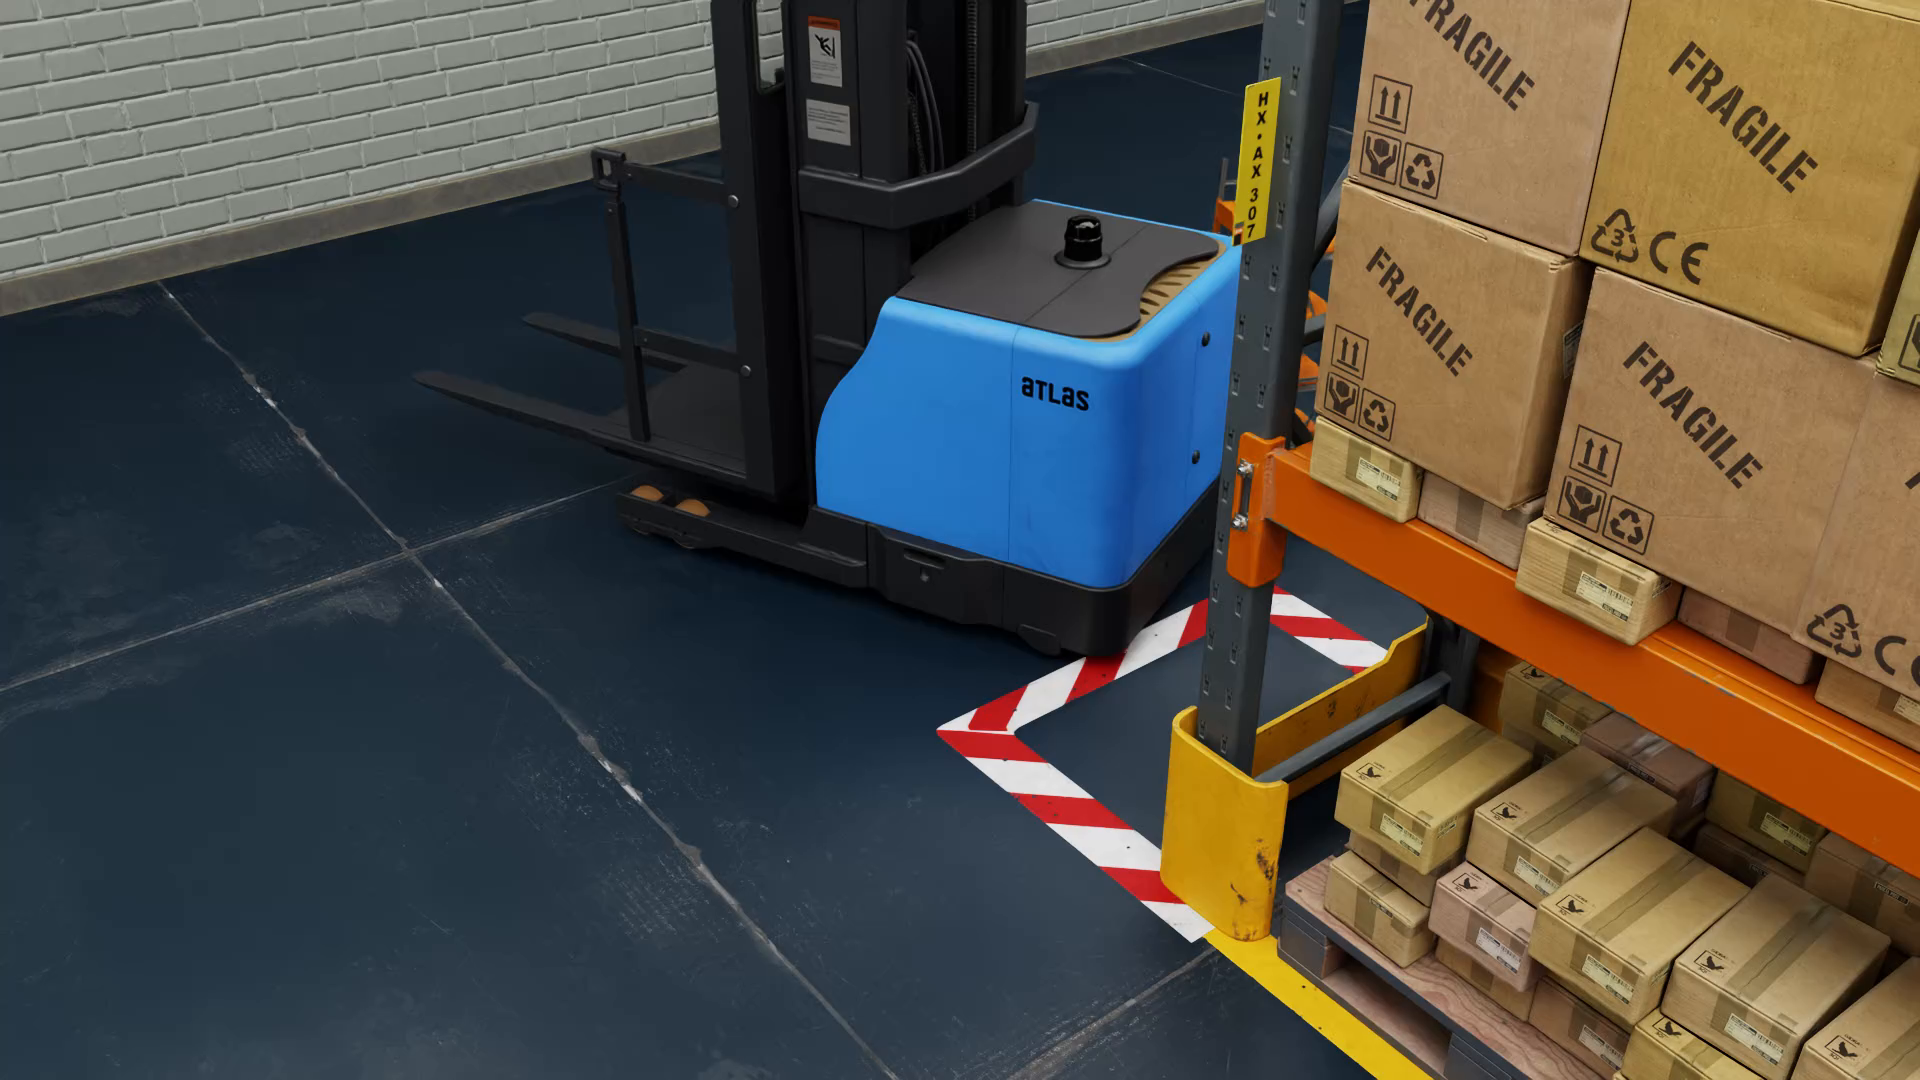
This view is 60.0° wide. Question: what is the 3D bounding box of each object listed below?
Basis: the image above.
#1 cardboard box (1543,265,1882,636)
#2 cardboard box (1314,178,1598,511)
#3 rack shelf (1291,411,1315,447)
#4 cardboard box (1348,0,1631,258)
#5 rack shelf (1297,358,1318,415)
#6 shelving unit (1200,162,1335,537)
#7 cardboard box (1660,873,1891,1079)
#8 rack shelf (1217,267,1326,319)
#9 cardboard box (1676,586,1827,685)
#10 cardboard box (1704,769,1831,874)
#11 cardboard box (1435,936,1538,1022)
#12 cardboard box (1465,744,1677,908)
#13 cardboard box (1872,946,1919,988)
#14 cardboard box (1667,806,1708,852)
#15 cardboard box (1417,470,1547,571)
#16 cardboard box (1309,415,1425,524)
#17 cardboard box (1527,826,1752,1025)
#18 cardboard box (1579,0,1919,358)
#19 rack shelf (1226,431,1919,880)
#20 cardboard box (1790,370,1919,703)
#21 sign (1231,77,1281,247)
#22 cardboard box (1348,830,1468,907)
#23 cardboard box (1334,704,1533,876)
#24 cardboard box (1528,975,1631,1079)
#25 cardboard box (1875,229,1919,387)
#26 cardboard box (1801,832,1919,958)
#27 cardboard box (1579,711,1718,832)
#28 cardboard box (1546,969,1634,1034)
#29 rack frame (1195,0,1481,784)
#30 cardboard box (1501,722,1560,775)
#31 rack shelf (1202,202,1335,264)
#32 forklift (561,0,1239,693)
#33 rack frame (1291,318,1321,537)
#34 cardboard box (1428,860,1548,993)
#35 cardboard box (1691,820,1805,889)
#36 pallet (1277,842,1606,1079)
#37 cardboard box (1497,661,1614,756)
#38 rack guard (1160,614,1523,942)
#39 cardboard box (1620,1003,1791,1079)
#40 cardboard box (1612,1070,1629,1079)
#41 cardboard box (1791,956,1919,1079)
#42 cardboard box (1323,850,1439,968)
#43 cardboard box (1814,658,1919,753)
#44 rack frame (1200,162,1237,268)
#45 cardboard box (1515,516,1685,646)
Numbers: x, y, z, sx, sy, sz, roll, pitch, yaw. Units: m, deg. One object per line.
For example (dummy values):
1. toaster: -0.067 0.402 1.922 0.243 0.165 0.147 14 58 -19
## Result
1. cardboard box: 1.421 -0.229 2.899 0.500 0.500 0.500 -22 38 -31
2. cardboard box: 1.072 -0.444 3.245 0.500 0.500 0.500 -20 37 -29
3. rack shelf: 1.014 -0.406 5.770 0.258 0.148 0.480 -11 33 -17
4. cardboard box: 1.081 -0.872 2.987 0.500 0.500 0.500 -23 38 -32
5. rack shelf: 1.014 -0.574 5.665 0.258 0.148 0.480 -11 33 -17
6. shelving unit: 1.014 -0.631 5.629 0.258 1.200 0.503 -11 33 -17
7. cardboard box: 1.603 0.855 3.270 0.380 0.149 0.250 -24 39 -34
8. rack shelf: 1.014 -0.764 5.547 0.258 0.148 0.480 -11 33 -17
9. cardboard box: 1.534 0.082 3.013 0.380 0.149 0.250 -20 37 -29
10. cardboard box: 1.908 0.557 3.750 0.380 0.149 0.250 -23 39 -32
11. cardboard box: 1.309 0.885 3.785 0.380 0.149 0.250 -22 38 -32
12. cardboard box: 1.332 0.632 3.629 0.380 0.149 0.250 -22 38 -31
13. cardboard box: 1.968 0.843 3.571 0.380 0.149 0.250 -23 38 -32
14. cardboard box: 1.682 0.609 3.949 0.380 0.149 0.250 -23 39 -32
15. cardboard box: 1.144 -0.111 3.324 0.380 0.149 0.250 -21 37 -30
16. cardboard box: 0.955 -0.204 3.473 0.380 0.149 0.250 -23 38 -32
17. cardboard box: 1.386 0.779 3.393 0.380 0.149 0.250 -22 38 -32
18. cardboard box: 1.395 -0.664 2.652 0.500 0.500 0.500 -21 38 -30
19. rack shelf: 2.242 0.587 2.643 1.077 0.370 4.000 -22 38 -31
20. cardboard box: 1.711 -0.021 2.564 0.500 0.500 0.500 -22 38 -31
21. sign: 0.587 -0.744 3.284 0.100 0.325 0.005 -22 38 -31
22. cardboard box: 1.134 0.656 3.873 0.380 0.149 0.250 -21 37 -29
23. cardboard box: 1.068 0.556 3.751 0.380 0.149 0.250 -24 39 -33
24. cardboard box: 1.467 0.987 3.622 0.380 0.149 0.250 -22 38 -31
25. cardboard box: 1.697 -0.440 2.291 0.500 0.500 0.500 -23 39 -32
26. cardboard box: 2.017 0.685 3.544 0.380 0.149 0.250 -24 39 -33
27. cardboard box: 1.649 0.490 3.858 0.380 0.149 0.250 -21 38 -30
28. cardboard box: 1.477 0.862 3.542 0.380 0.149 0.250 -22 38 -31
29. rack frame: 1.015 -0.552 3.795 1.000 3.000 0.127 -22 38 -31
30. cardboard box: 1.564 0.482 4.153 0.380 0.149 0.250 -23 39 -33
31. rack shelf: 1.014 -0.965 5.422 0.258 0.148 0.480 -11 33 -17
32. forklift: -0.408 -1.499 5.385 1.130 2.935 3.031 -24 39 -33
33. rack frame: 1.097 -0.510 5.434 0.240 1.200 0.015 -11 33 -17
34. cardboard box: 1.257 0.788 3.660 0.380 0.149 0.250 -22 38 -32
35. cardboard box: 1.884 0.698 3.805 0.380 0.149 0.250 -24 39 -33
36. pallet: 1.532 1.015 3.916 1.003 0.211 1.213 -22 38 -31
37. cardboard box: 1.540 0.367 4.056 0.380 0.149 0.250 -22 38 -31
38. rack guard: 1.062 0.542 4.404 1.175 0.500 0.348 -22 38 -31
39. cardboard box: 1.549 1.004 3.313 0.380 0.149 0.250 -21 38 -30
40. cardboard box: 1.537 1.129 3.394 0.380 0.149 0.250 -22 38 -31
41. cardboard box: 1.766 0.974 3.079 0.380 0.149 0.250 -21 37 -30
42. cardboard box: 1.084 0.803 3.918 0.380 0.149 0.250 -21 38 -30
43. cardboard box: 1.681 0.203 2.819 0.380 0.149 0.250 -23 38 -32
44. rack frame: 0.932 -0.753 5.824 0.240 1.200 0.015 -11 33 -17
45. cardboard box: 1.266 0.018 3.116 0.380 0.149 0.250 -23 39 -33
